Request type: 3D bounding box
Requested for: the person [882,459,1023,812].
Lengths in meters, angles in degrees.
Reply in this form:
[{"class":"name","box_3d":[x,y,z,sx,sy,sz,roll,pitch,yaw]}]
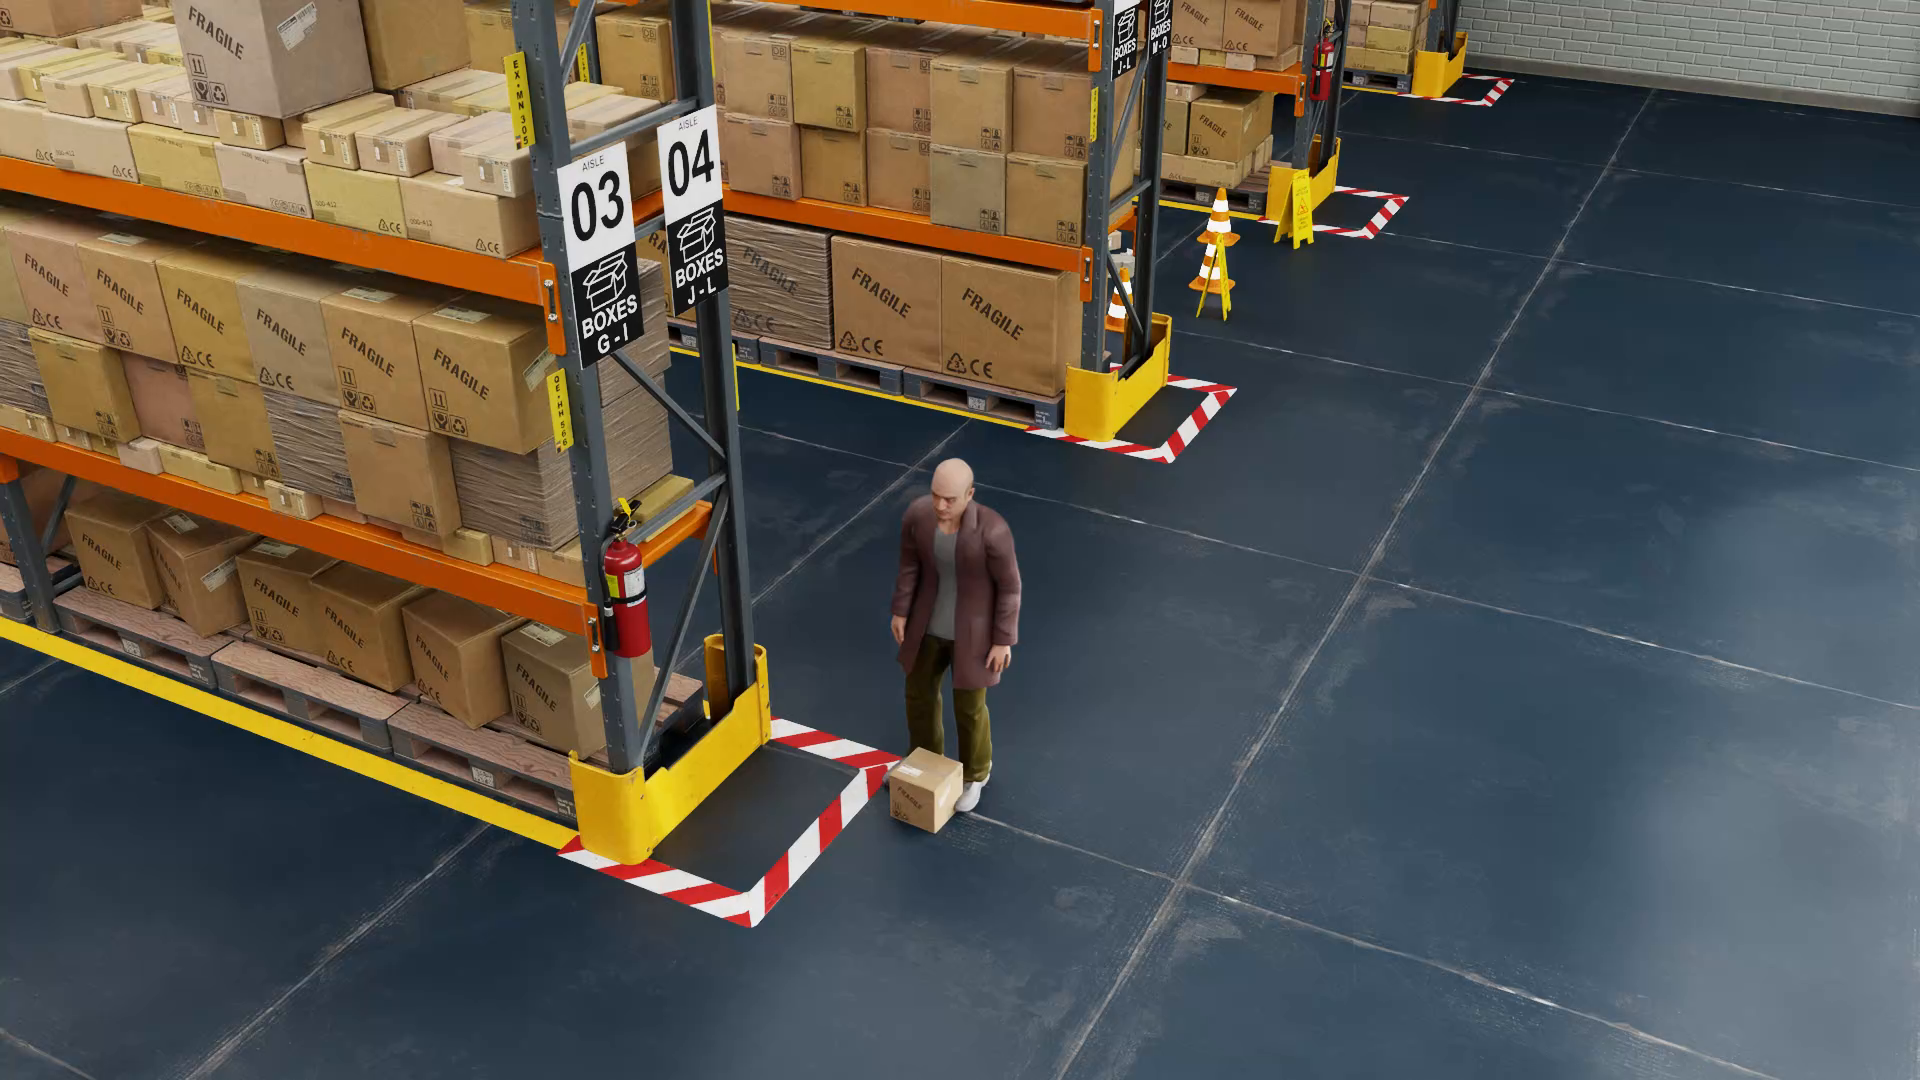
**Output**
[{"class":"person","box_3d":[-0.029,0.409,7.595,0.652,1.773,0.427,15,33,25]}]
